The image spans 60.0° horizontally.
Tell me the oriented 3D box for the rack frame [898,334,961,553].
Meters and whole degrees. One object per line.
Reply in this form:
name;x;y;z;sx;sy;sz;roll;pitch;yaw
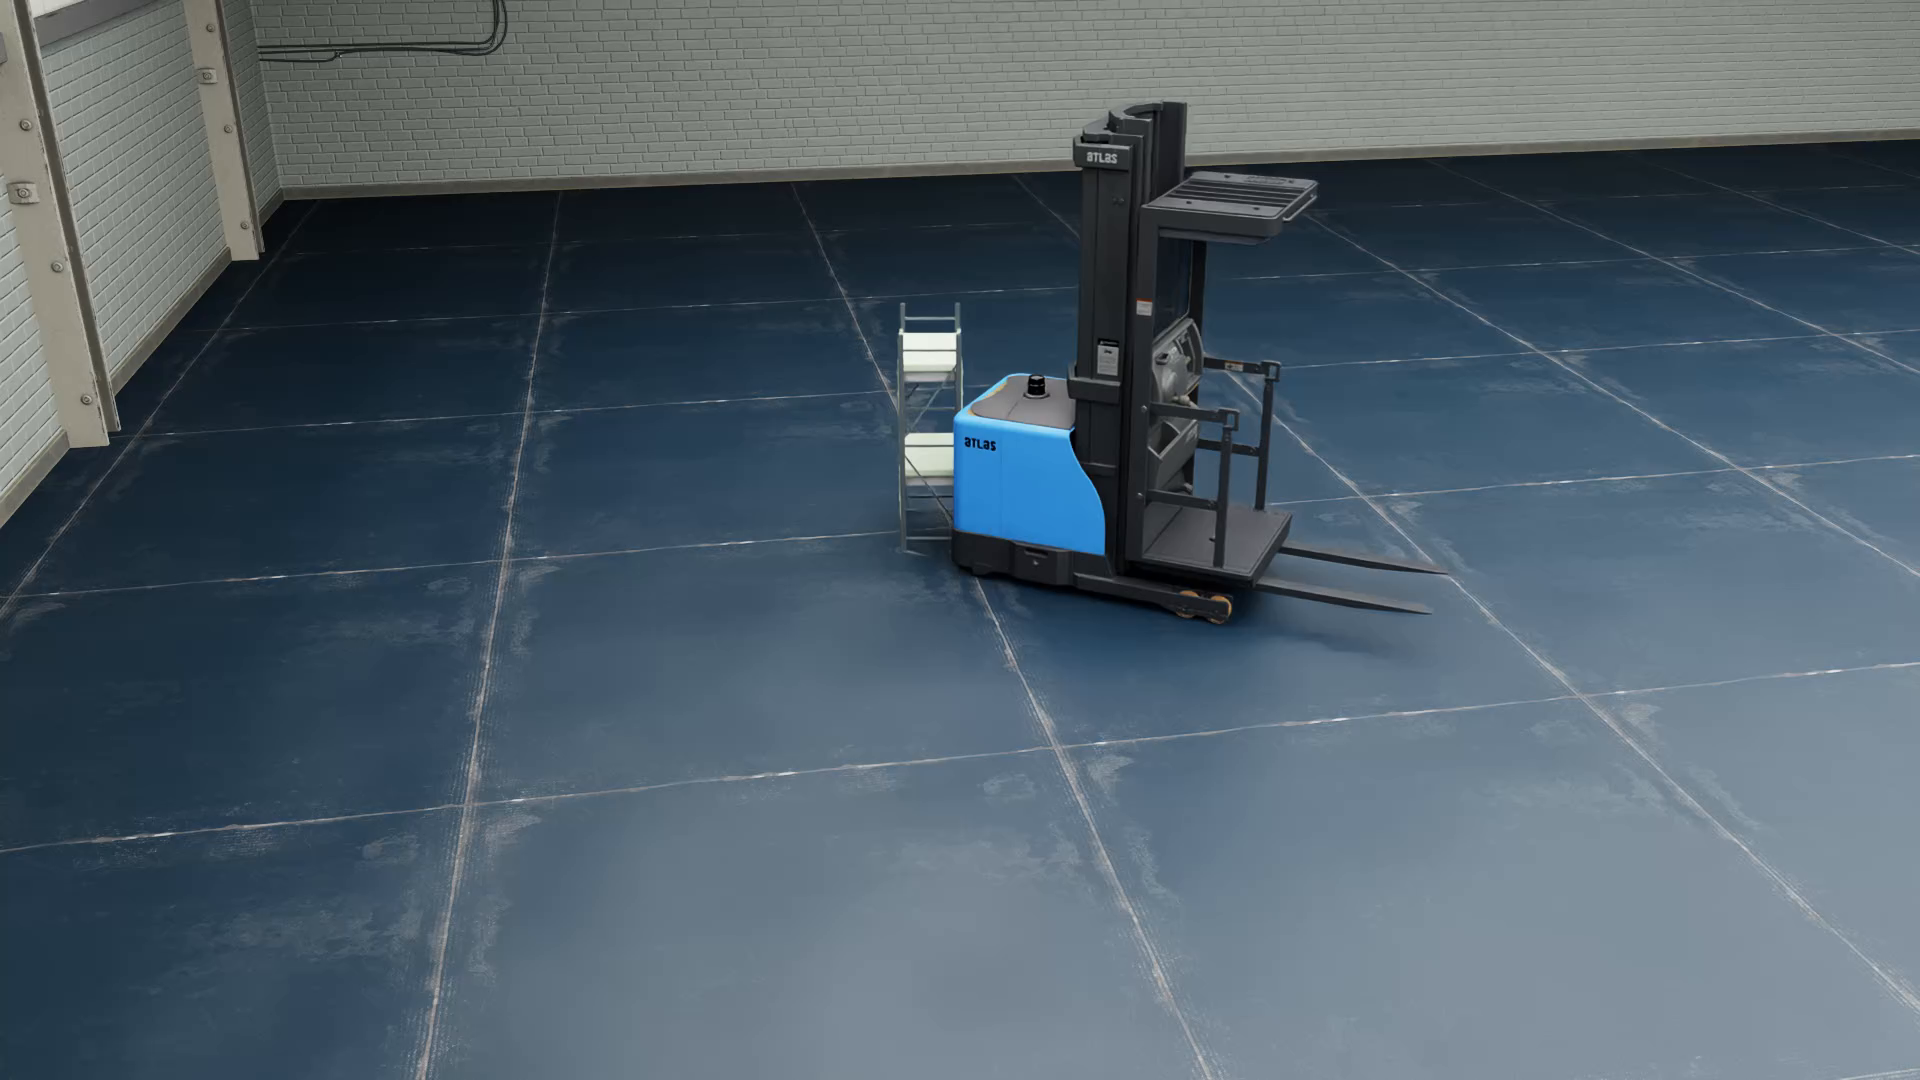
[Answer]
rack frame;-0.191;-0.605;10.762;0.400;1.500;0.023;0;24;-1

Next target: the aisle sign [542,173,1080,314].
aisle sign;-1.720;-3.628;19.556;6.000;0.001;6.000;-4;24;-10

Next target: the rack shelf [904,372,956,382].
rack shelf;-0.196;-1.175;10.912;0.332;0.071;0.664;0;24;-1

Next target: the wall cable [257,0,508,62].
wall cable;-7.171;-7.118;20.184;3.097;2.526;0.112;-4;24;-10

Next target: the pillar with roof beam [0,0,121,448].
pillar with roof beam;-2.585;-5.243;12.011;9.100;9.000;0.400;-4;24;-10

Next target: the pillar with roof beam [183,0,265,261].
pillar with roof beam;5.855;-2.236;5.064;22.890;9.050;30.400;-4;24;-10

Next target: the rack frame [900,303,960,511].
rack frame;-0.201;-0.898;11.433;0.400;1.500;0.023;0;24;-1
